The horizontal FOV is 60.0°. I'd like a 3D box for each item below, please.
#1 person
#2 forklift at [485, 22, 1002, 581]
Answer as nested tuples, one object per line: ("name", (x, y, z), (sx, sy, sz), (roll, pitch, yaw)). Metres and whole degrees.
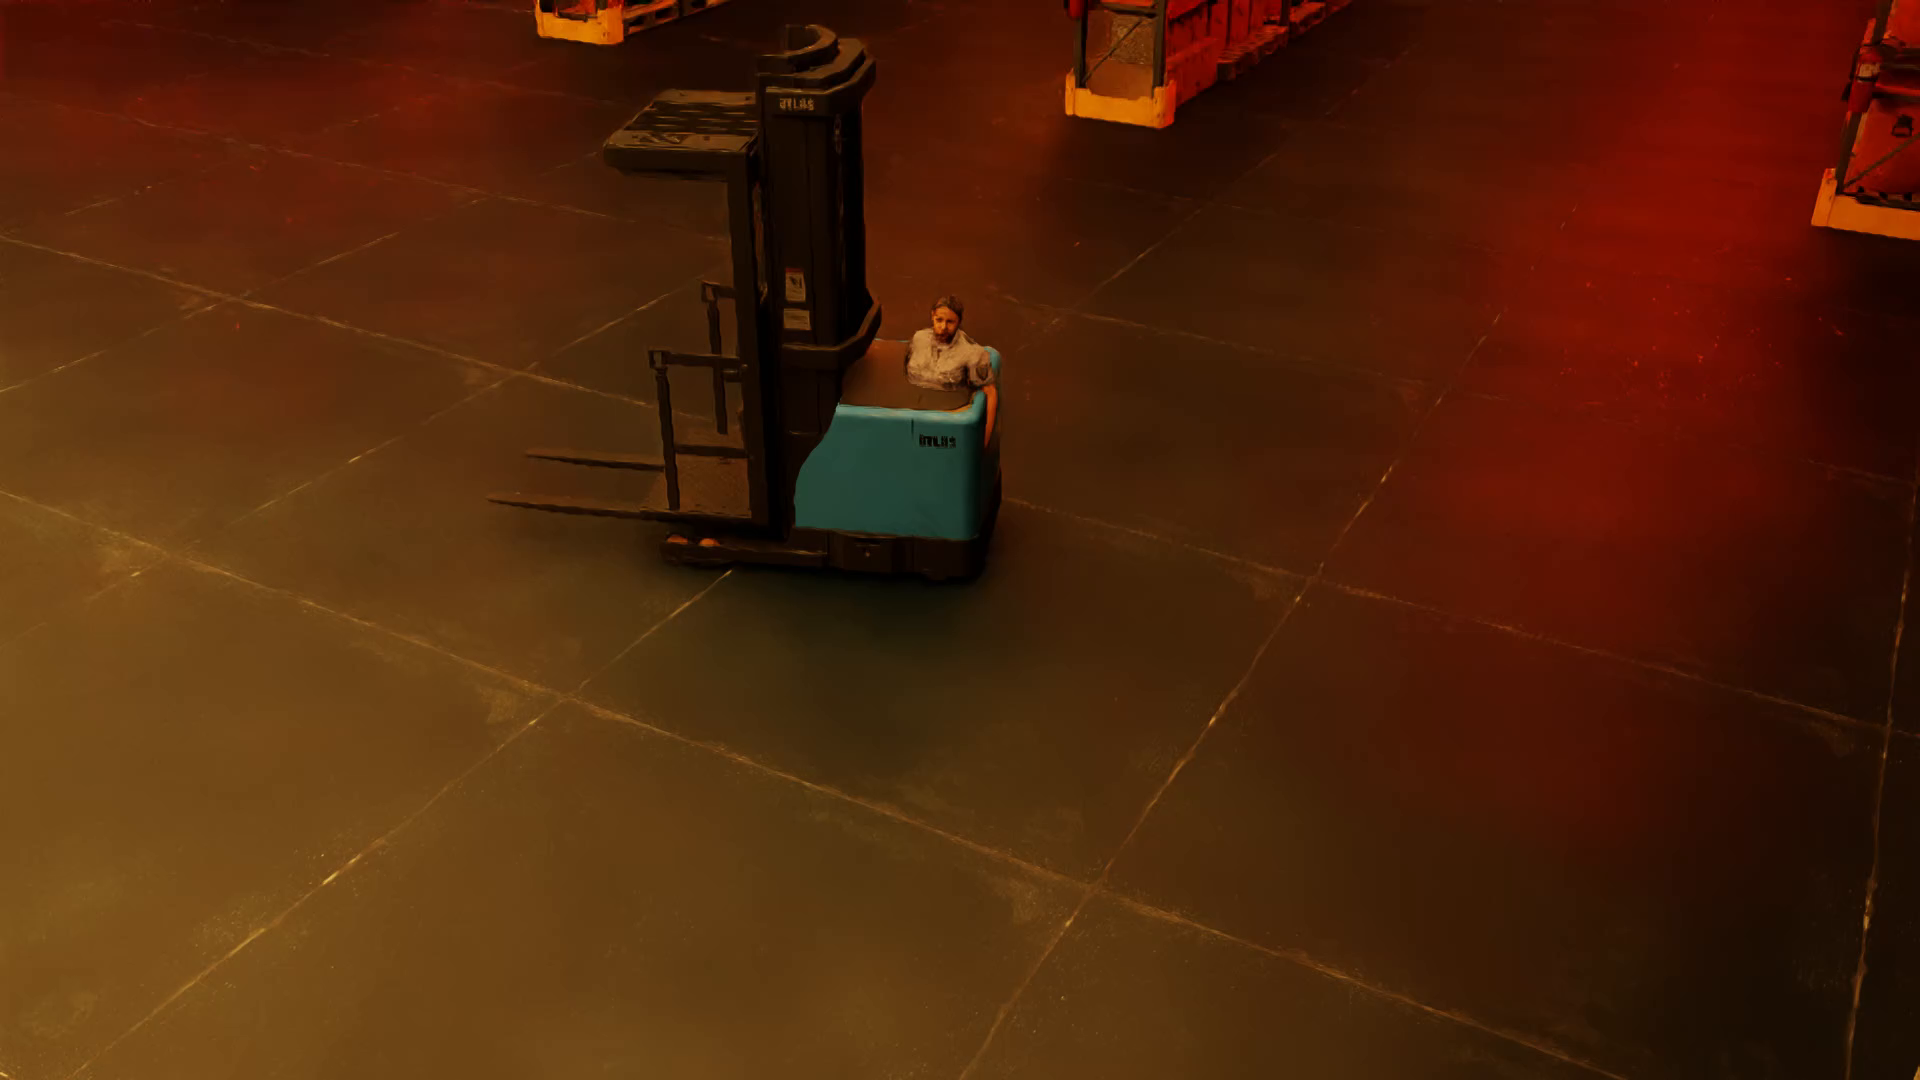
("person", (-0.139, -0.611, 9.451), (0.671, 1.602, 0.490), (15, 33, 24))
("forklift", (-1.308, -1.369, 9.442), (3.031, 2.935, 1.130), (5, 30, 8))
